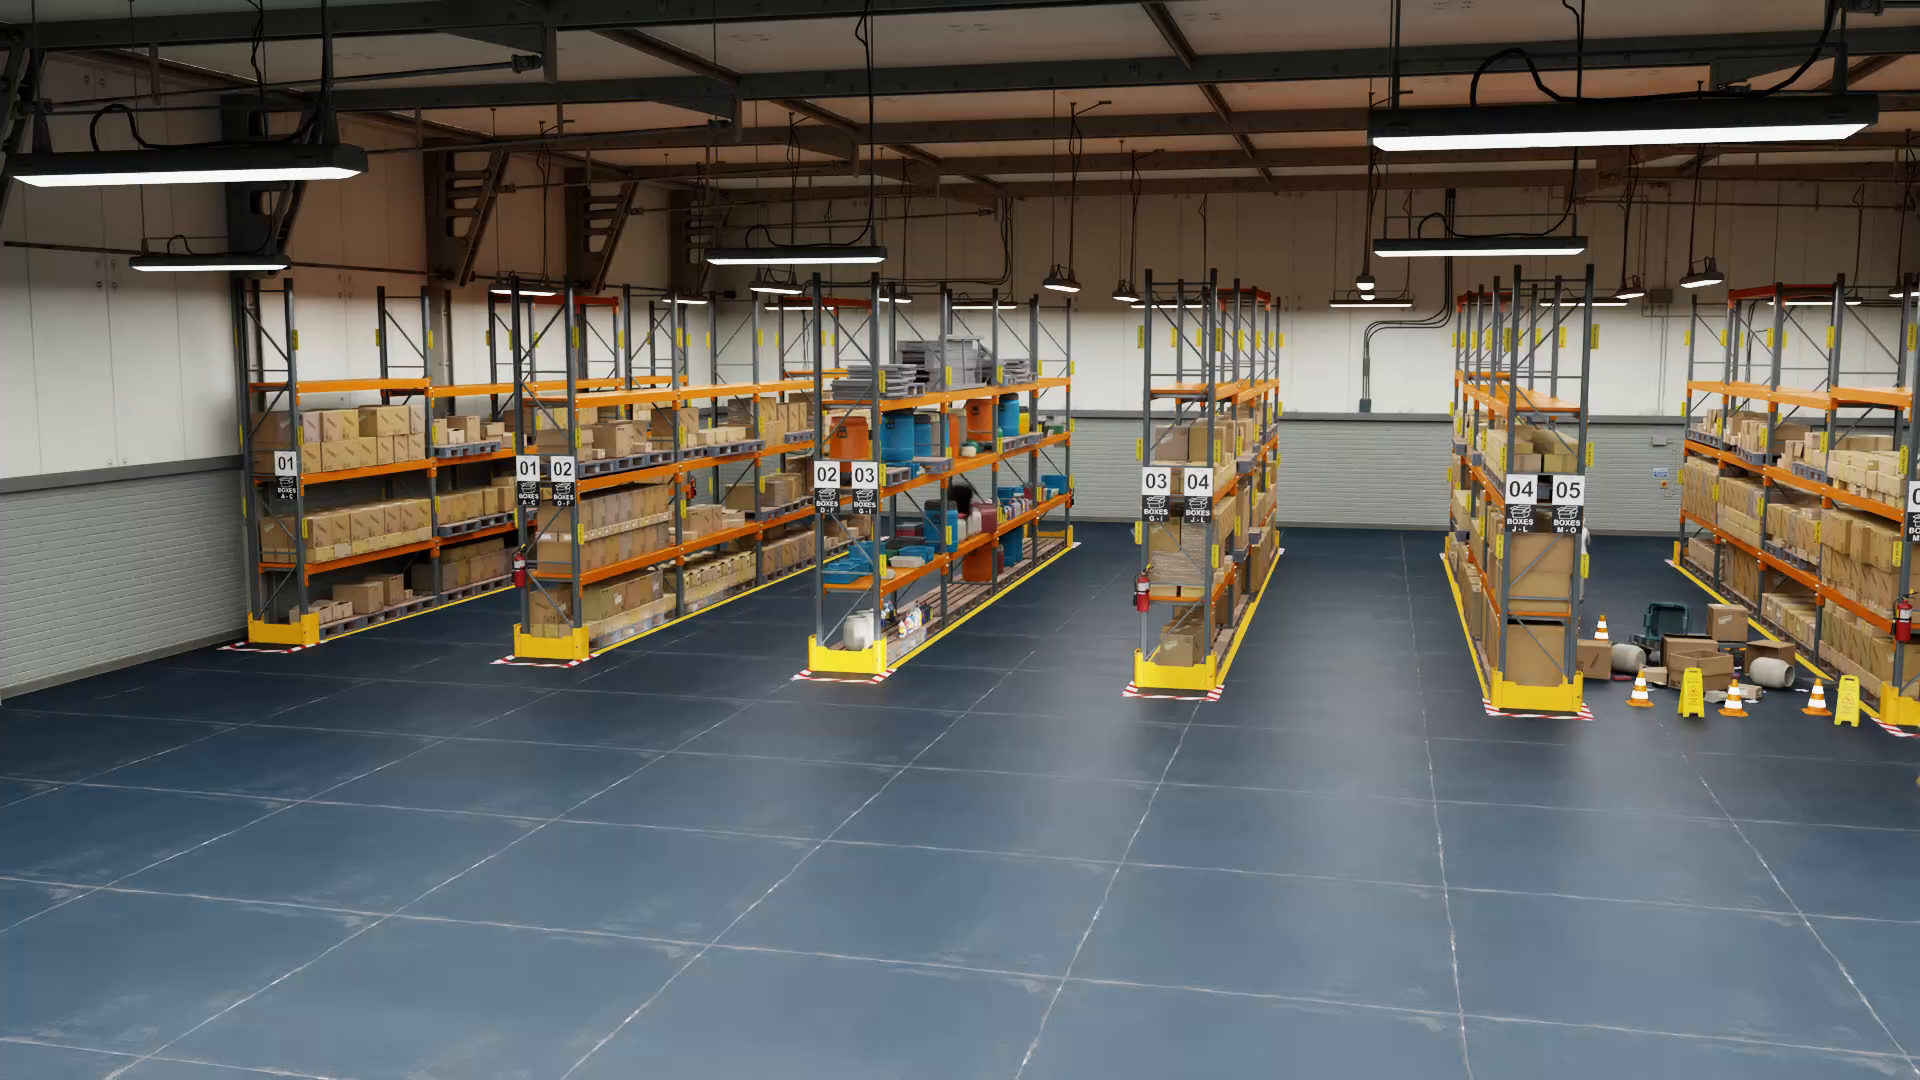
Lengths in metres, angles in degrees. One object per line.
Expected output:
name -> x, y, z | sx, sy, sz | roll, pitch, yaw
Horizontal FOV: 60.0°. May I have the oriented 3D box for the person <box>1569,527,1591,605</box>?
person -> 11.575, 0.350, 31.335 | 0.635, 1.804, 0.907 | 1, 7, 8
